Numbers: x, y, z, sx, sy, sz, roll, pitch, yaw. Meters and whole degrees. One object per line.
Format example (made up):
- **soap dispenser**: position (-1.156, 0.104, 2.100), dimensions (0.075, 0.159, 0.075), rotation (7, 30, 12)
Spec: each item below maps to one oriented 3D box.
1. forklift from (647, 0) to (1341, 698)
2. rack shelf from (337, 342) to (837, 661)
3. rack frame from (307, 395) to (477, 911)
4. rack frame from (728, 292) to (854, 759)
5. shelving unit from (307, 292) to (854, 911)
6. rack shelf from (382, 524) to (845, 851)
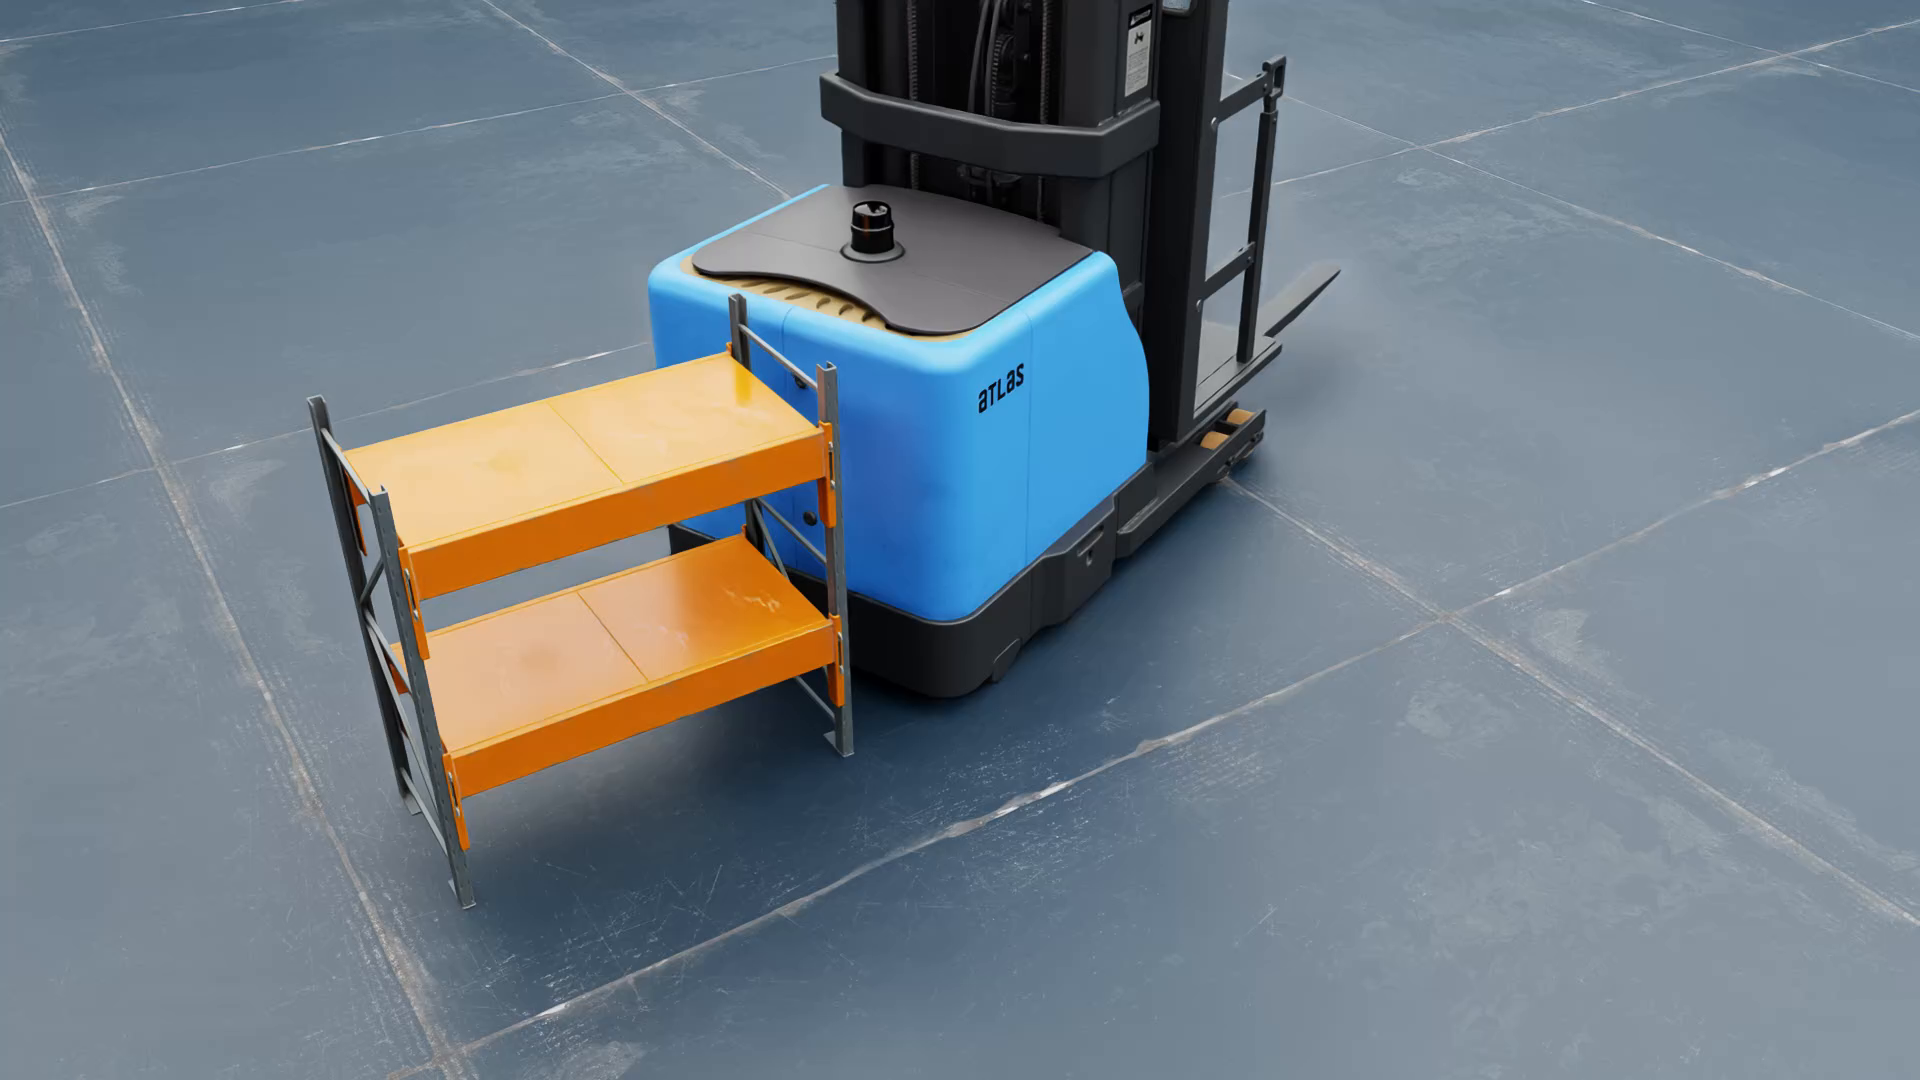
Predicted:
- **forklift**: position (0.388, -1.562, 4.979), dimensions (1.130, 2.935, 3.031), rotation (19, 37, 28)
- **rack shelf**: position (-0.853, -0.122, 3.840), dimensions (1.000, 0.278, 0.538), rotation (-19, 37, -27)
- **rack frame**: position (-1.280, 0.273, 3.763), dimensions (0.032, 1.125, 0.500), rotation (-19, 37, -27)
- **rack frame**: position (-0.425, -0.021, 4.229), dimensions (0.032, 1.125, 0.500), rotation (-19, 37, -27)
- **shelving unit**: position (-0.853, 0.126, 3.996), dimensions (1.048, 1.125, 0.538), rotation (-19, 37, -27)
- **rack shelf**: position (-0.853, 0.333, 4.127), dimensions (1.000, 0.278, 0.538), rotation (-19, 37, -27)
